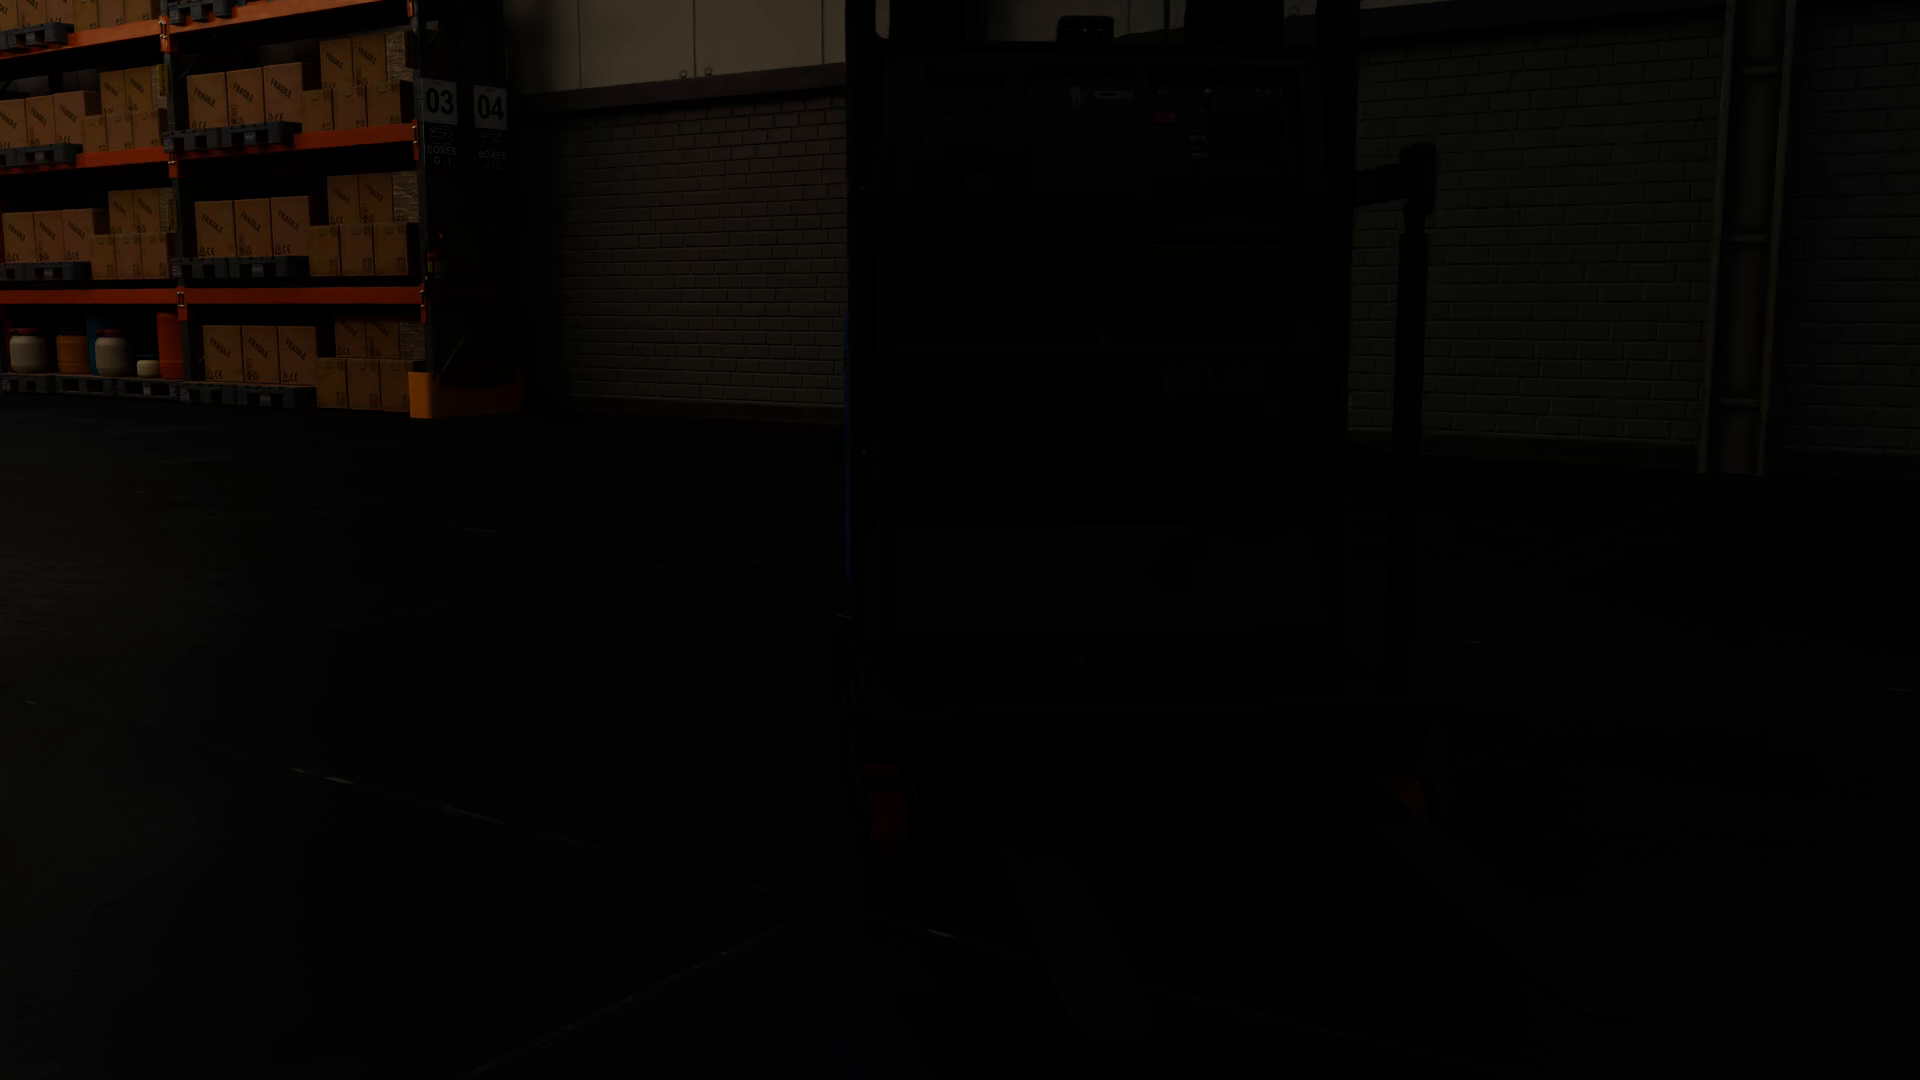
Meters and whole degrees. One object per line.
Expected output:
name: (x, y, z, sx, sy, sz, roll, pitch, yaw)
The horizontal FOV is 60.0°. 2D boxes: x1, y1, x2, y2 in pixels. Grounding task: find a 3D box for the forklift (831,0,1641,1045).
forklift: (0.329, -0.866, 3.282, 1.130, 2.935, 3.031, -1, 8, -6)
